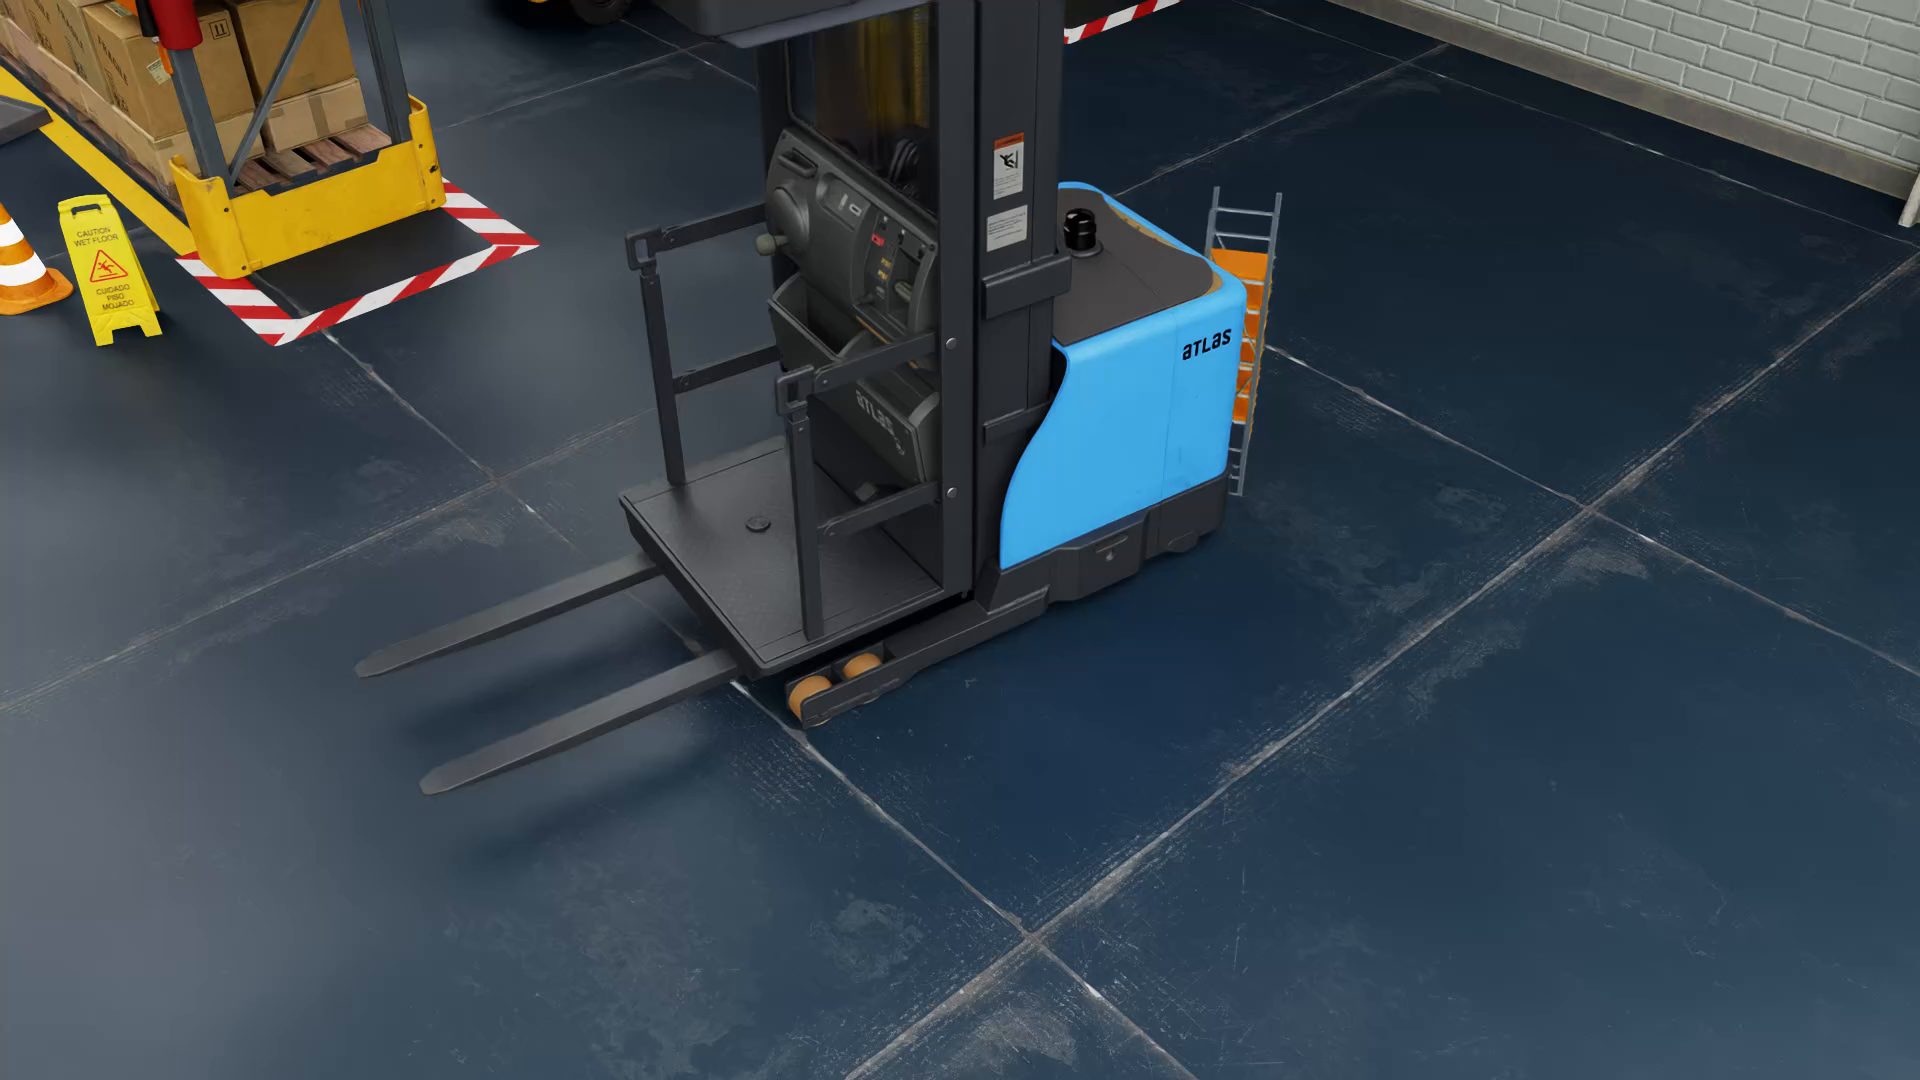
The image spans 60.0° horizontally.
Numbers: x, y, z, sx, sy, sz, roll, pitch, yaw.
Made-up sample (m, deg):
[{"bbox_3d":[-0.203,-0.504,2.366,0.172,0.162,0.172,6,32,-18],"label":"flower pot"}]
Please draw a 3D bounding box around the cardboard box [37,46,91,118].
[{"bbox_3d":[-4.495,-2.494,8.804,0.500,0.250,0.500,-32,49,-33],"label":"cardboard box"}]

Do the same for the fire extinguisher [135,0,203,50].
[{"bbox_3d":[-3.310,-2.378,6.869,0.296,0.674,0.183,-30,48,-32],"label":"fire extinguisher"}]

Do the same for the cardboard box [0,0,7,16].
[{"bbox_3d":[-5.182,-3.263,9.161,0.500,0.500,0.500,-28,47,-30],"label":"cardboard box"}]

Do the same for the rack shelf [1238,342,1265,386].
[{"bbox_3d":[0.998,-0.678,6.204,0.258,0.103,0.180,8,39,9],"label":"rack shelf"}]

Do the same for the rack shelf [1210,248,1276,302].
[{"bbox_3d":[0.998,-0.958,5.979,0.258,0.103,0.180,8,39,9],"label":"rack shelf"}]

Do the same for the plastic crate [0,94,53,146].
[{"bbox_3d":[-5.295,-2.298,9.031,0.583,0.080,0.402,18,42,21],"label":"plastic crate"}]

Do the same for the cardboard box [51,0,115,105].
[{"bbox_3d":[-4.137,-2.543,8.268,0.500,0.500,0.500,-28,47,-30],"label":"cardboard box"}]

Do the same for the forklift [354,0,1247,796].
[{"bbox_3d":[-0.519,-0.907,5.040,3.031,2.935,1.130,-23,44,-26],"label":"forklift"}]

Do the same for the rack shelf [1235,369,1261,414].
[{"bbox_3d":[0.998,-0.584,6.280,0.258,0.103,0.180,8,39,9],"label":"rack shelf"}]

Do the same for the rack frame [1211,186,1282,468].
[{"bbox_3d":[1.017,-0.768,6.246,0.240,1.200,0.006,8,39,9],"label":"rack frame"}]

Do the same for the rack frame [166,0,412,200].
[{"bbox_3d":[-3.048,-2.657,7.153,1.000,3.000,0.127,-30,48,-32],"label":"rack frame"}]

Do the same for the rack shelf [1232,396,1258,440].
[{"bbox_3d":[0.998,-0.491,6.355,0.258,0.103,0.180,8,39,9],"label":"rack shelf"}]

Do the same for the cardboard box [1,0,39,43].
[{"bbox_3d":[-4.833,-3.023,8.863,0.500,0.500,0.500,-27,46,-30],"label":"cardboard box"}]

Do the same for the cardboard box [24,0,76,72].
[{"bbox_3d":[-4.473,-2.779,8.561,0.500,0.500,0.500,-31,48,-33],"label":"cardboard box"}]

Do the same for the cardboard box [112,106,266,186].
[{"bbox_3d":[-3.809,-2.022,8.220,0.500,0.250,0.500,-30,48,-32],"label":"cardboard box"}]

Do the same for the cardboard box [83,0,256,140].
[{"bbox_3d":[-3.782,-2.303,7.971,0.500,0.500,0.500,-30,47,-31],"label":"cardboard box"}]

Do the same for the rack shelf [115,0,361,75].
[{"bbox_3d":[-4.401,-3.303,8.525,1.077,0.370,4.000,-30,48,-32],"label":"rack shelf"}]

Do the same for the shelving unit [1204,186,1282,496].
[{"bbox_3d":[0.998,-0.712,6.177,0.258,1.200,0.189,8,39,9],"label":"shelving unit"}]

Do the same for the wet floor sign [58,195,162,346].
[{"bbox_3d":[-3.708,-1.199,7.221,0.267,0.644,0.232,-15,41,-17],"label":"wet floor sign"}]

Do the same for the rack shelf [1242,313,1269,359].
[{"bbox_3d":[0.998,-0.771,6.129,0.258,0.103,0.180,8,39,9],"label":"rack shelf"}]

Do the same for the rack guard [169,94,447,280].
[{"bbox_3d":[-3.099,-1.720,7.982,1.175,0.500,0.348,-30,48,-32],"label":"rack guard"}]

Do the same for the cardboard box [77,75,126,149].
[{"bbox_3d":[-4.137,-2.254,8.507,0.500,0.250,0.500,-30,48,-32],"label":"cardboard box"}]

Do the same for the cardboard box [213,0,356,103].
[{"bbox_3d":[-3.406,-2.544,8.270,0.500,0.500,0.500,-32,49,-33],"label":"cardboard box"}]

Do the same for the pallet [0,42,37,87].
[{"bbox_3d":[-5.273,-3.128,9.955,1.003,0.211,1.213,-30,48,-32],"label":"pallet"}]

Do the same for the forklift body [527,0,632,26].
[{"bbox_3d":[-2.021,-4.540,10.160,2.313,2.155,1.214,-30,48,-32],"label":"forklift body"}]

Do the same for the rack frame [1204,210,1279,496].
[{"bbox_3d":[0.979,-0.656,6.107,0.240,1.200,0.006,8,39,9],"label":"rack frame"}]

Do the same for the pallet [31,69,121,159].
[{"bbox_3d":[-4.444,-2.563,9.255,1.003,0.211,1.213,-30,48,-32],"label":"pallet"}]

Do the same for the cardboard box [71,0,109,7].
[{"bbox_3d":[-4.080,-2.696,7.942,0.380,0.149,0.250,-29,47,-31],"label":"cardboard box"}]

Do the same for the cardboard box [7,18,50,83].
[{"bbox_3d":[-4.823,-2.728,9.094,0.500,0.250,0.500,-31,48,-32],"label":"cardboard box"}]

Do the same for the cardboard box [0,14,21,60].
[{"bbox_3d":[-5.184,-2.972,9.397,0.500,0.250,0.500,-27,46,-30],"label":"cardboard box"}]

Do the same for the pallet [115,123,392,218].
[{"bbox_3d":[-3.623,-1.999,8.557,1.003,0.211,1.213,-30,48,-32],"label":"pallet"}]

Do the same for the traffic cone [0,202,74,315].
[{"bbox_3d":[-4.289,-1.321,7.517,0.336,0.463,0.334,-30,48,-32],"label":"traffic cone"}]

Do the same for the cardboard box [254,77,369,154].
[{"bbox_3d":[-3.390,-2.242,8.492,0.500,0.250,0.500,-30,48,-32],"label":"cardboard box"}]

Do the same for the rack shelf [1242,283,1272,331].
[{"bbox_3d":[0.998,-0.864,6.054,0.258,0.103,0.180,8,39,9],"label":"rack shelf"}]
